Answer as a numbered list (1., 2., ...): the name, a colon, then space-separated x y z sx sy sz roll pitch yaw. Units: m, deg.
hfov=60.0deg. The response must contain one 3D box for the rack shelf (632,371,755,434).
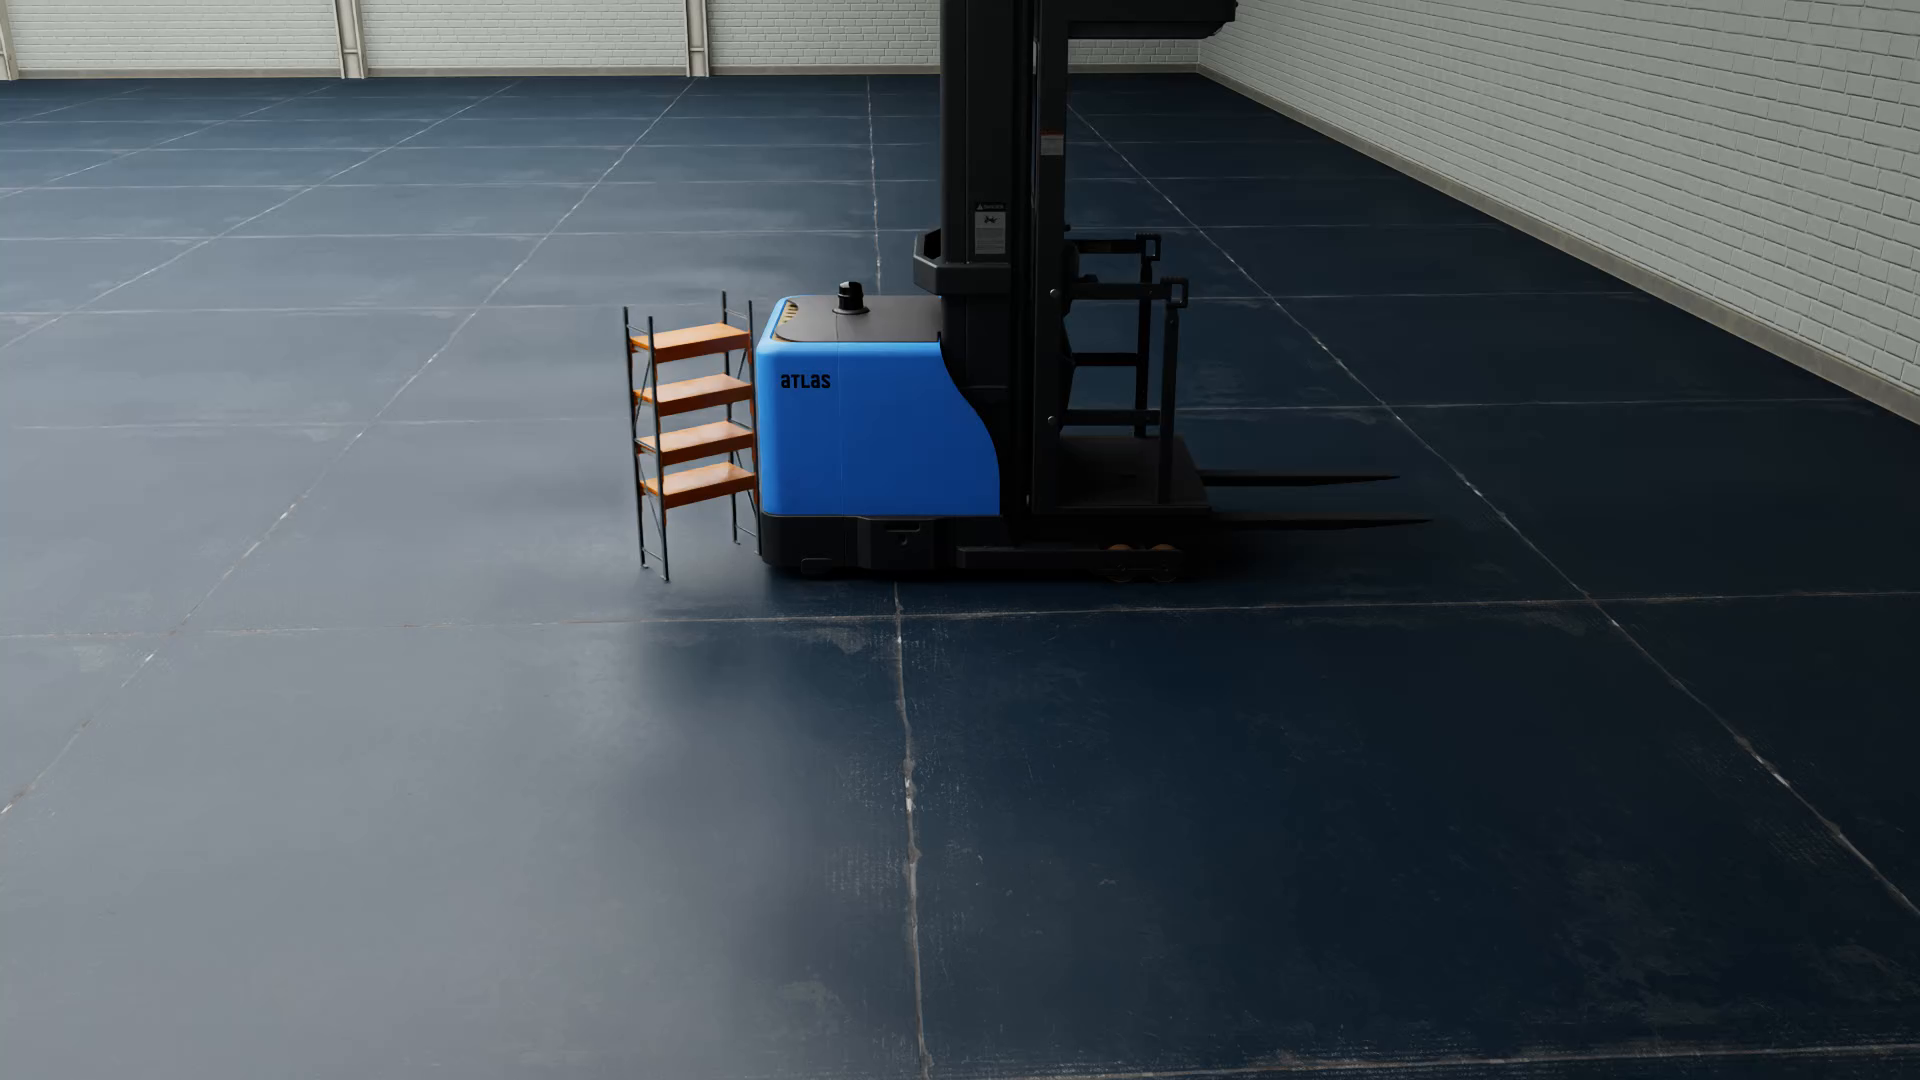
1. rack shelf: -1.184 -0.613 7.371 0.480 0.148 0.258 -16 26 -35

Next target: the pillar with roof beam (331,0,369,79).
1. pillar with roof beam: -10.391 -10.810 23.636 0.400 9.000 9.100 -1 21 -3

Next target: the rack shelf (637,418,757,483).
1. rack shelf: -1.185 -0.405 7.452 0.480 0.148 0.258 -16 26 -35

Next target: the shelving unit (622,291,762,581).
1. shelving unit: -1.185 -0.467 7.427 0.503 1.200 0.258 -16 26 -35

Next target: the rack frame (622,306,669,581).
1. rack frame: -1.376 -0.413 7.286 0.015 1.200 0.240 -16 26 -35

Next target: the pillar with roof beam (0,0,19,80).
1. pillar with roof beam: -16.381 -10.689 23.316 0.400 9.000 9.100 -1 21 -3

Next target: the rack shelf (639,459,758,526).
1. rack shelf: -1.186 -0.219 7.523 0.480 0.148 0.258 -16 26 -35

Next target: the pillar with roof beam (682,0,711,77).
1. pillar with roof beam: -4.401 -10.932 23.956 0.400 9.000 9.100 -1 21 -3

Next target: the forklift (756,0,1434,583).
1. forklift: 0.625 -1.371 7.370 3.031 2.935 1.130 0 21 0

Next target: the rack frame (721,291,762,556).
1. rack frame: -0.993 -0.521 7.569 0.015 1.200 0.240 -16 26 -35

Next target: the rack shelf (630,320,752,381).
1. rack shelf: -1.183 -0.834 7.285 0.480 0.148 0.258 -16 26 -35
